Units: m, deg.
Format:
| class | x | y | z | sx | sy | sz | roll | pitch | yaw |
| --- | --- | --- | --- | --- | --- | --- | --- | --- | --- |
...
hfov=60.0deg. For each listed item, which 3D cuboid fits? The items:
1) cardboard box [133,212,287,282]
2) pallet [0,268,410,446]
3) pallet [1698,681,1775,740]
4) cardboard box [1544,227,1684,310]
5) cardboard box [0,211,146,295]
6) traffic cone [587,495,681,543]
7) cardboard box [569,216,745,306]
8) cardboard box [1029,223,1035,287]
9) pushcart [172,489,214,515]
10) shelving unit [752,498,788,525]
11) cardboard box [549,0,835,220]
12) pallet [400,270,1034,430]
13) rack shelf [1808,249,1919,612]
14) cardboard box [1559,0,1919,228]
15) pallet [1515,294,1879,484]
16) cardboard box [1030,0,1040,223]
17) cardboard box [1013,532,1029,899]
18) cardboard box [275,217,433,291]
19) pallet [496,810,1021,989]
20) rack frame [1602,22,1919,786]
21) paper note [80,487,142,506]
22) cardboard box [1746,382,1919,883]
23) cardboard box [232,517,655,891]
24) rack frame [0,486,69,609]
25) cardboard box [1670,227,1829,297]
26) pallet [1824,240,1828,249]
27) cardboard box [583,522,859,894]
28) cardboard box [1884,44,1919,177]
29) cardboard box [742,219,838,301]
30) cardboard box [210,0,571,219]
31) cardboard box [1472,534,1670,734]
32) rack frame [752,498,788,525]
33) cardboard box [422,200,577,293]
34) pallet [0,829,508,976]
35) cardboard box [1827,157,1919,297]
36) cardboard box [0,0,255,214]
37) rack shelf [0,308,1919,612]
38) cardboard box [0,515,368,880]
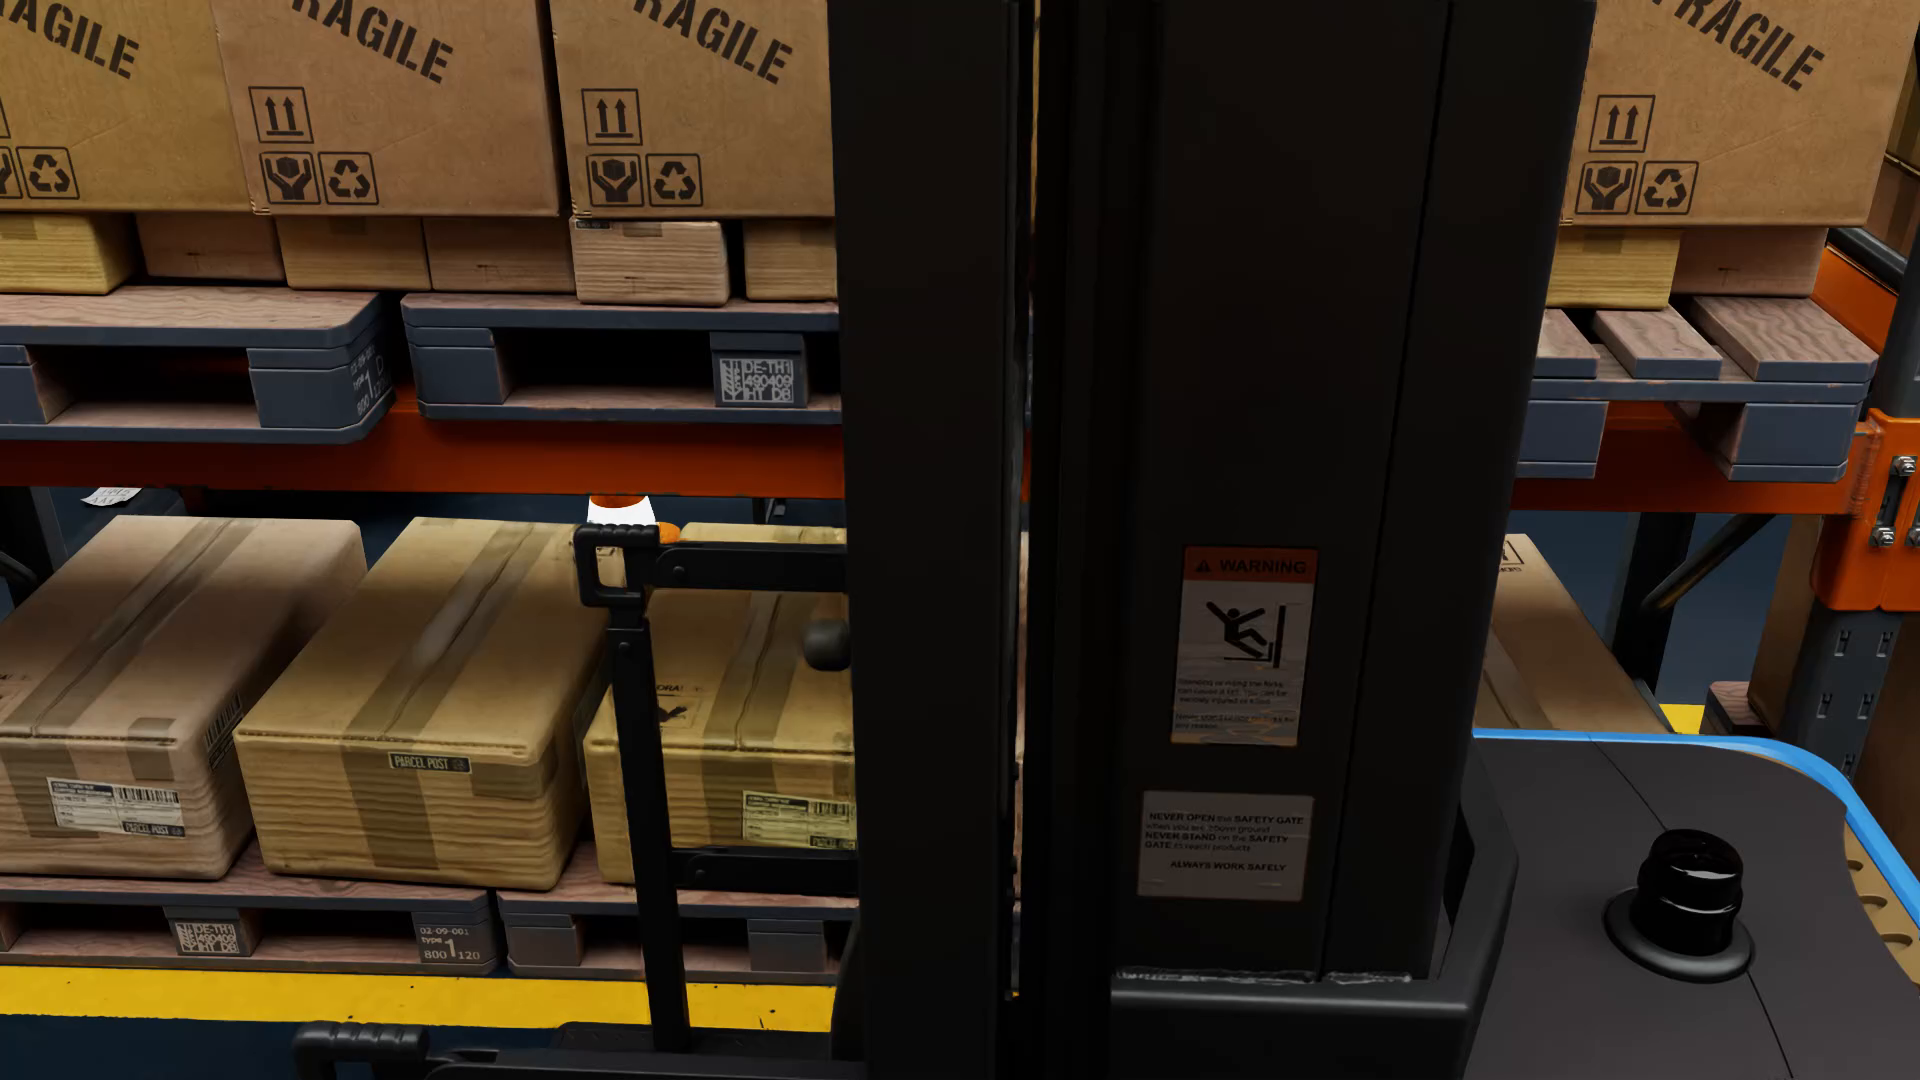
| class | x | y | z | sx | sy | sz | roll | pitch | yaw |
| --- | --- | --- | --- | --- | --- | --- | --- | --- | --- |
| cardboard box | -1.265 | -0.600 | 2.999 | 0.250 | 0.149 | 0.380 | 3 | 28 | 5 |
| pallet | -1.583 | -0.494 | 3.184 | 1.213 | 0.211 | 1.003 | 1 | 28 | 2 |
| pallet | 2.441 | 0.687 | 3.729 | 1.213 | 0.211 | 1.003 | 1 | 28 | 2 |
| cardboard box | 1.050 | -0.534 | 2.875 | 0.250 | 0.149 | 0.380 | 1 | 28 | 3 |
| cardboard box | -1.551 | -0.569 | 2.940 | 0.250 | 0.149 | 0.380 | 2 | 28 | 3 |
| traffic cone | -1.053 | -0.174 | 5.083 | 0.334 | 0.463 | 0.336 | 1 | 28 | 2 |
| cardboard box | -0.499 | -0.543 | 2.891 | 0.250 | 0.149 | 0.380 | 2 | 28 | 4 |
| cardboard box | 0.023 | -0.586 | 2.973 | 0.250 | 0.149 | 0.380 | 1 | 28 | 2 |
| pushcart | -2.311 | -0.569 | 5.921 | 0.936 | 0.377 | 1.648 | -9 | 29 | -16 |
| shelving unit | -0.085 | -0.664 | 4.901 | 1.048 | 1.500 | 0.538 | 1 | 28 | 2 |
| cardboard box | -0.375 | -0.853 | 2.783 | 0.500 | 0.500 | 0.500 | 0 | 28 | 0 |
| pallet | -0.324 | -0.522 | 3.238 | 1.213 | 0.211 | 1.003 | 1 | 28 | 2 |
| rack shelf | 3.655 | -0.243 | 3.273 | 4.000 | 0.370 | 1.077 | 1 | 28 | 2 |
| cardboard box | 1.192 | -0.832 | 2.744 | 0.500 | 0.500 | 0.500 | 0 | 28 | 0 |
| pallet | 0.940 | -0.471 | 3.140 | 1.003 | 0.211 | 1.213 | 1 | 28 | 2 |
| cardboard box | 0.170 | -0.843 | 2.765 | 0.500 | 0.500 | 0.500 | -1 | 28 | -2 |
| cardboard box | 0.354 | 0.359 | 3.727 | 0.625 | 0.372 | 0.950 | 0 | 28 | 1 |
| cardboard box | -1.010 | -0.576 | 2.954 | 0.250 | 0.149 | 0.380 | 1 | 28 | 3 |
| pallet | -0.341 | 0.603 | 3.886 | 1.213 | 0.211 | 1.003 | 1 | 28 | 2 |
| rack frame | 1.656 | -0.594 | 3.167 | 0.127 | 3.000 | 1.000 | 1 | 28 | 2 |
| paper note | -2.811 | -0.155 | 5.510 | 0.142 | 0.019 | 0.148 | 1 | 28 | 2 |
| cardboard box | 2.343 | 0.210 | 3.471 | 0.875 | 0.875 | 0.875 | 1 | 28 | 1 |
| cardboard box | -1.099 | 0.334 | 3.775 | 0.625 | 0.372 | 0.950 | 3 | 28 | 5 |
| rack frame | -2.342 | -0.660 | 3.292 | 0.127 | 3.000 | 1.000 | 1 | 28 | 2 |
| cardboard box | 1.320 | -0.563 | 2.930 | 0.250 | 0.149 | 0.380 | 2 | 28 | 4 |
| pallet | 3.727 | -1.645 | 8.128 | 1.213 | 0.211 | 1.003 | 1 | 28 | 2 |
| cardboard box | -0.404 | 0.344 | 3.755 | 0.625 | 0.372 | 0.950 | 2 | 28 | 3 |
| cardboard box | 2.149 | -0.859 | 3.294 | 0.500 | 0.250 | 0.500 | 1 | 28 | 2 |
| cardboard box | -0.231 | -0.552 | 2.908 | 0.250 | 0.149 | 0.380 | 0 | 28 | 0 |
| cardboard box | -0.889 | -0.856 | 2.790 | 0.500 | 0.500 | 0.500 | 1 | 28 | 1 |
| cardboard box | 1.092 | 0.368 | 3.711 | 0.625 | 0.372 | 0.950 | -1 | 28 | -2 |
| rack frame | -0.593 | -0.672 | 4.917 | 0.032 | 1.500 | 0.500 | 1 | 28 | 2 |
| cardboard box | -0.763 | -0.571 | 2.945 | 0.250 | 0.149 | 0.380 | 1 | 28 | 2 |
| pallet | -1.563 | 0.585 | 3.922 | 1.213 | 0.211 | 1.003 | 1 | 28 | 2 |
| cardboard box | 2.171 | -0.640 | 3.416 | 0.500 | 0.250 | 0.500 | 0 | 28 | 0 |
| cardboard box | -1.382 | -0.871 | 2.817 | 0.500 | 0.500 | 0.500 | 1 | 28 | 2 |
| rack shelf | -0.343 | -0.309 | 3.398 | 4.000 | 0.370 | 1.077 | 1 | 28 | 2 |
| cardboard box | -1.817 | 0.323 | 3.795 | 0.625 | 0.372 | 0.950 | 1 | 28 | 2 |
